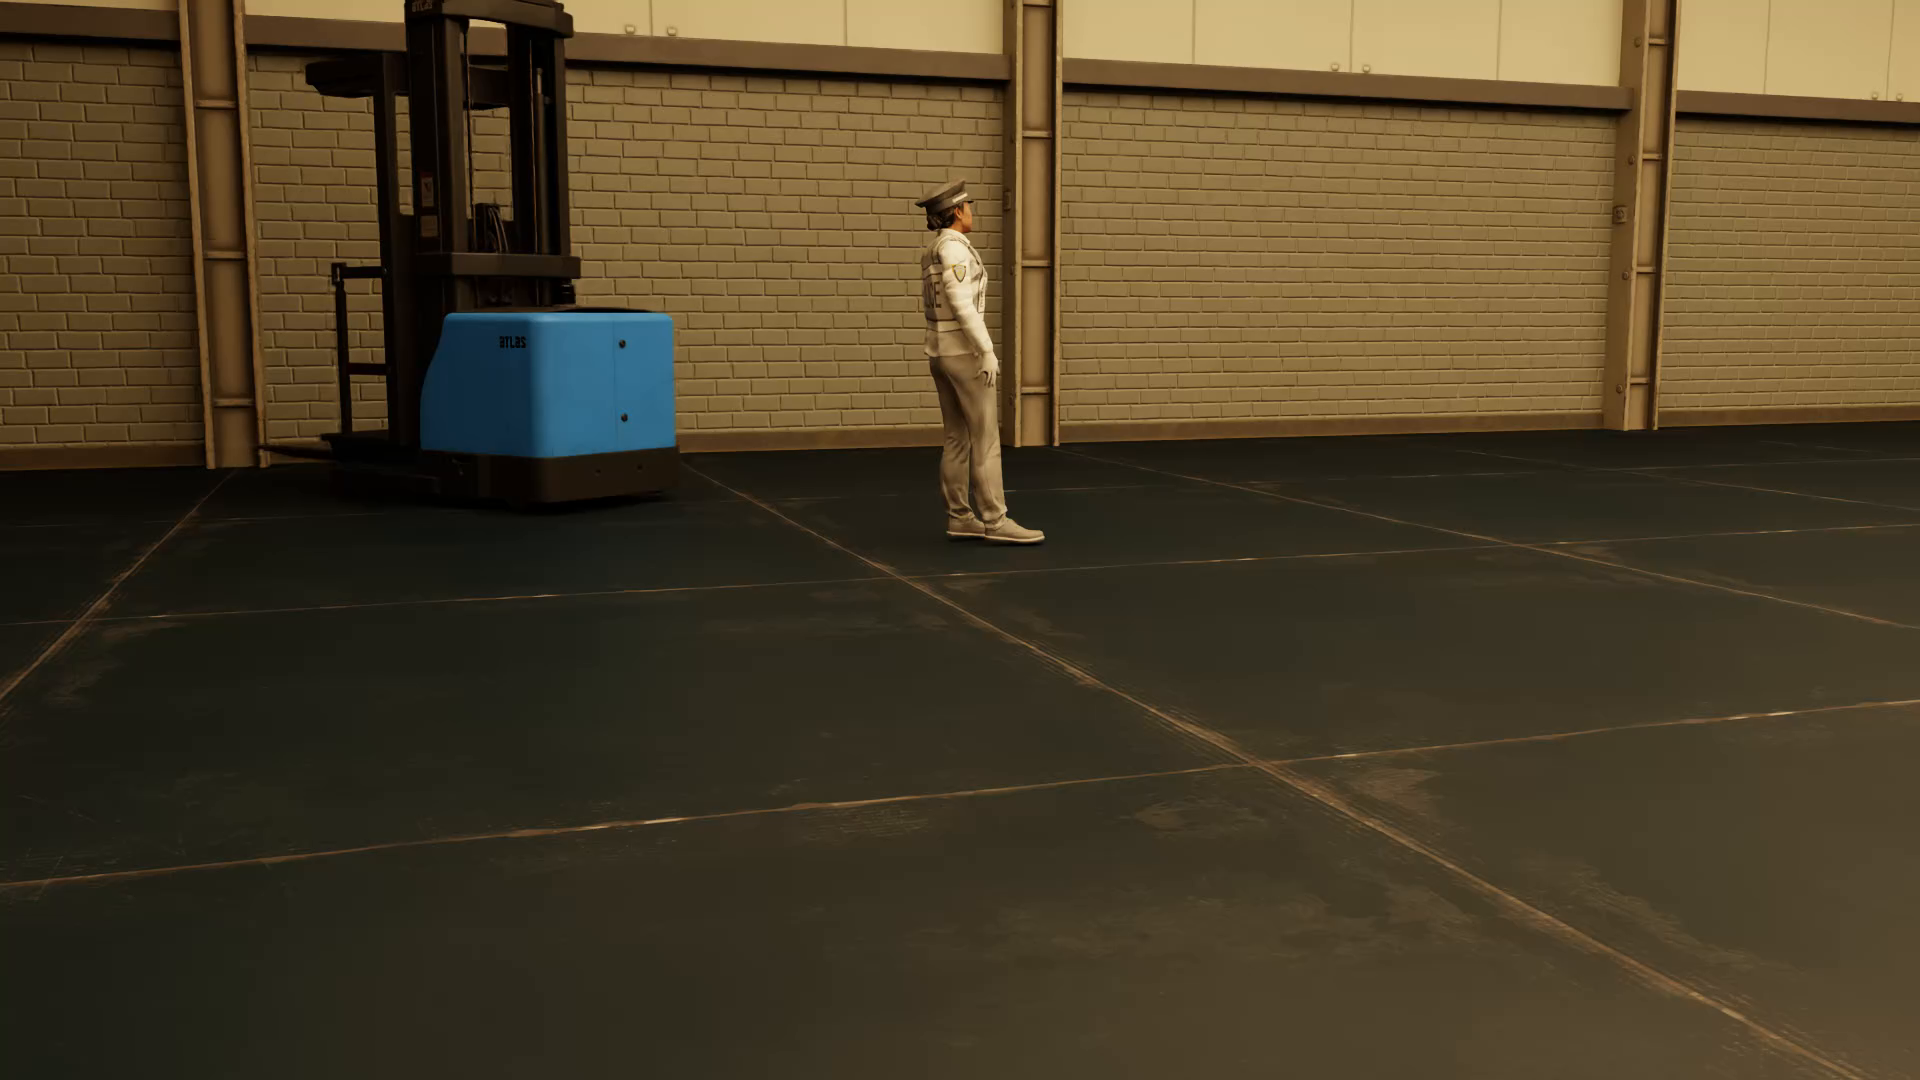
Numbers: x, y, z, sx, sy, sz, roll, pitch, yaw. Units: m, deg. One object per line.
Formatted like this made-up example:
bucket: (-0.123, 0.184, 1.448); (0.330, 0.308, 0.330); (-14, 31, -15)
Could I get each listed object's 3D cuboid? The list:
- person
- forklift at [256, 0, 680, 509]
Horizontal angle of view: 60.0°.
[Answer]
person: (0.068, -0.849, 7.824); (0.530, 1.694, 0.586); (-3, 8, -18)
forklift: (-3.109, -1.748, 9.904); (3.031, 2.935, 1.130); (6, 10, 36)
